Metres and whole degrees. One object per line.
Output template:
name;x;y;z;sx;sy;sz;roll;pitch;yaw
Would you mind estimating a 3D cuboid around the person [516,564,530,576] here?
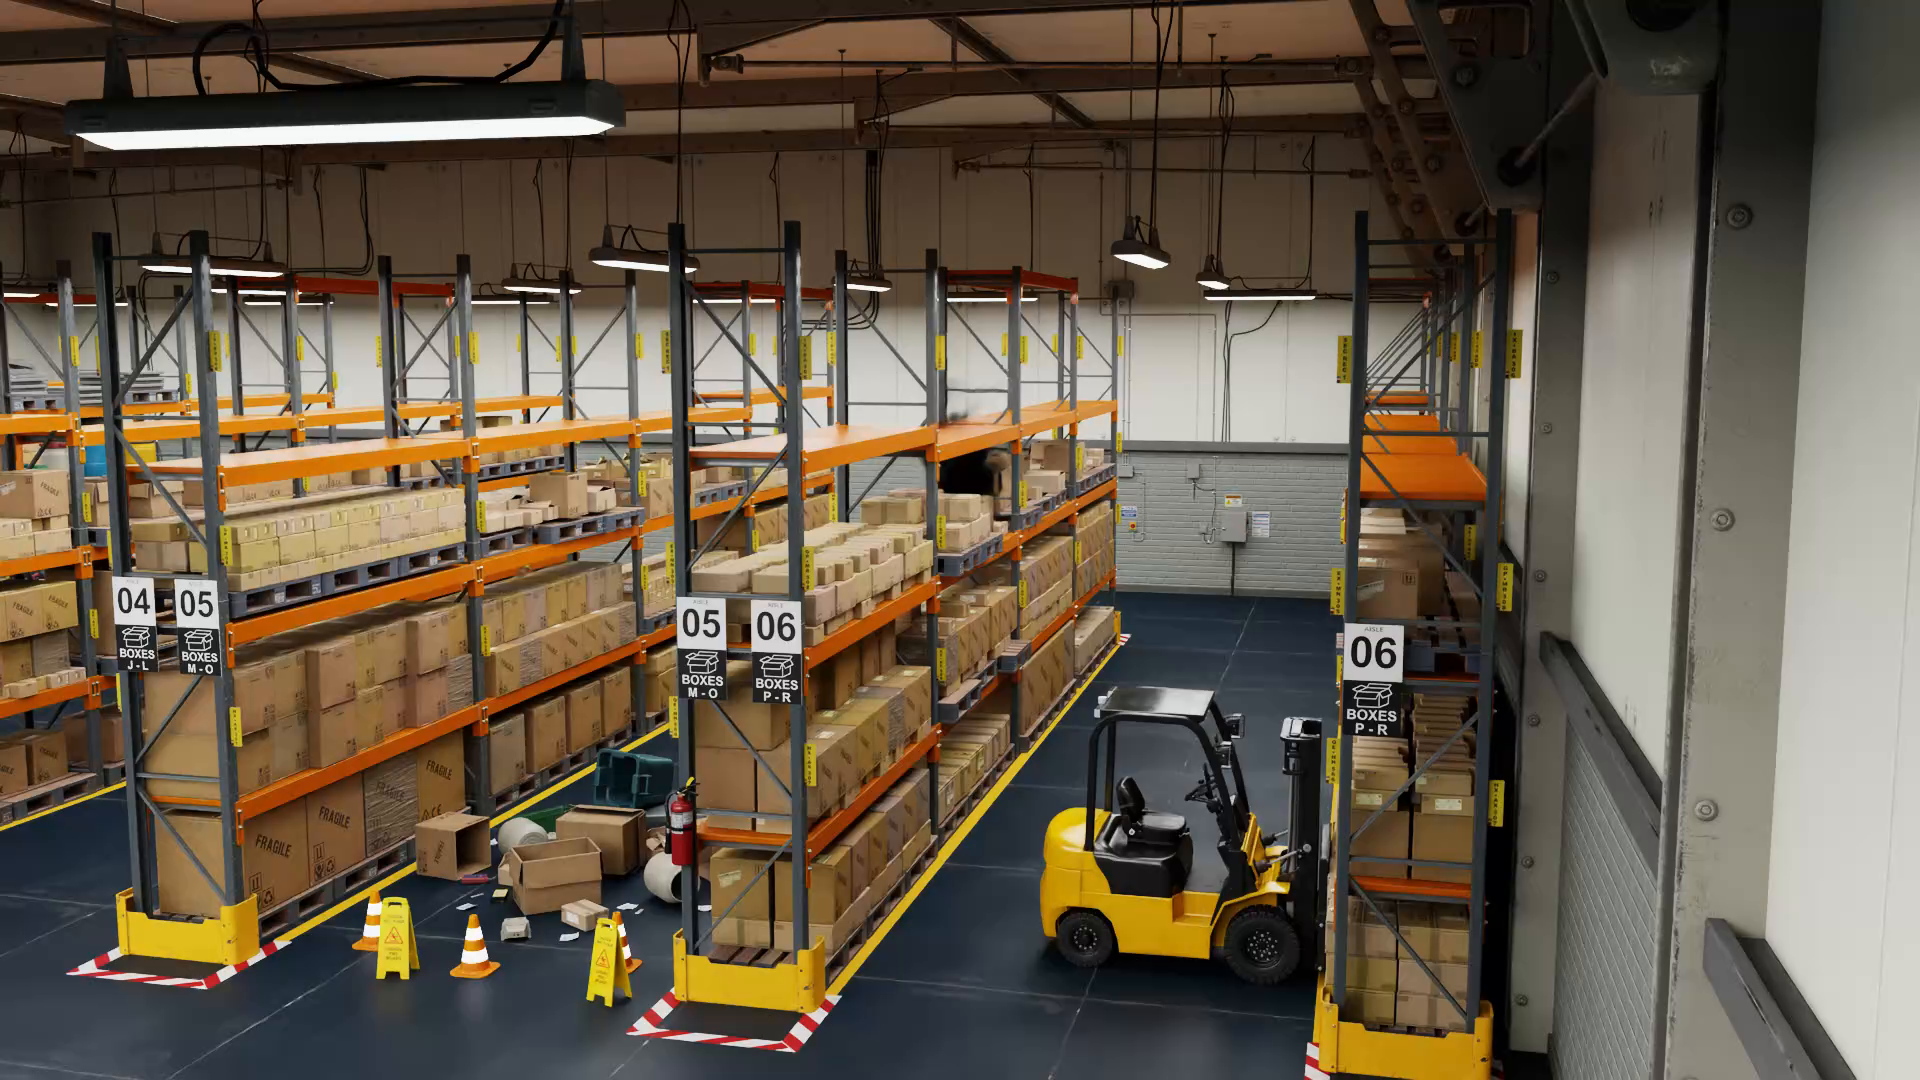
person;-6.747;1.172;25.755;0.686;1.733;0.599;0;7;3
